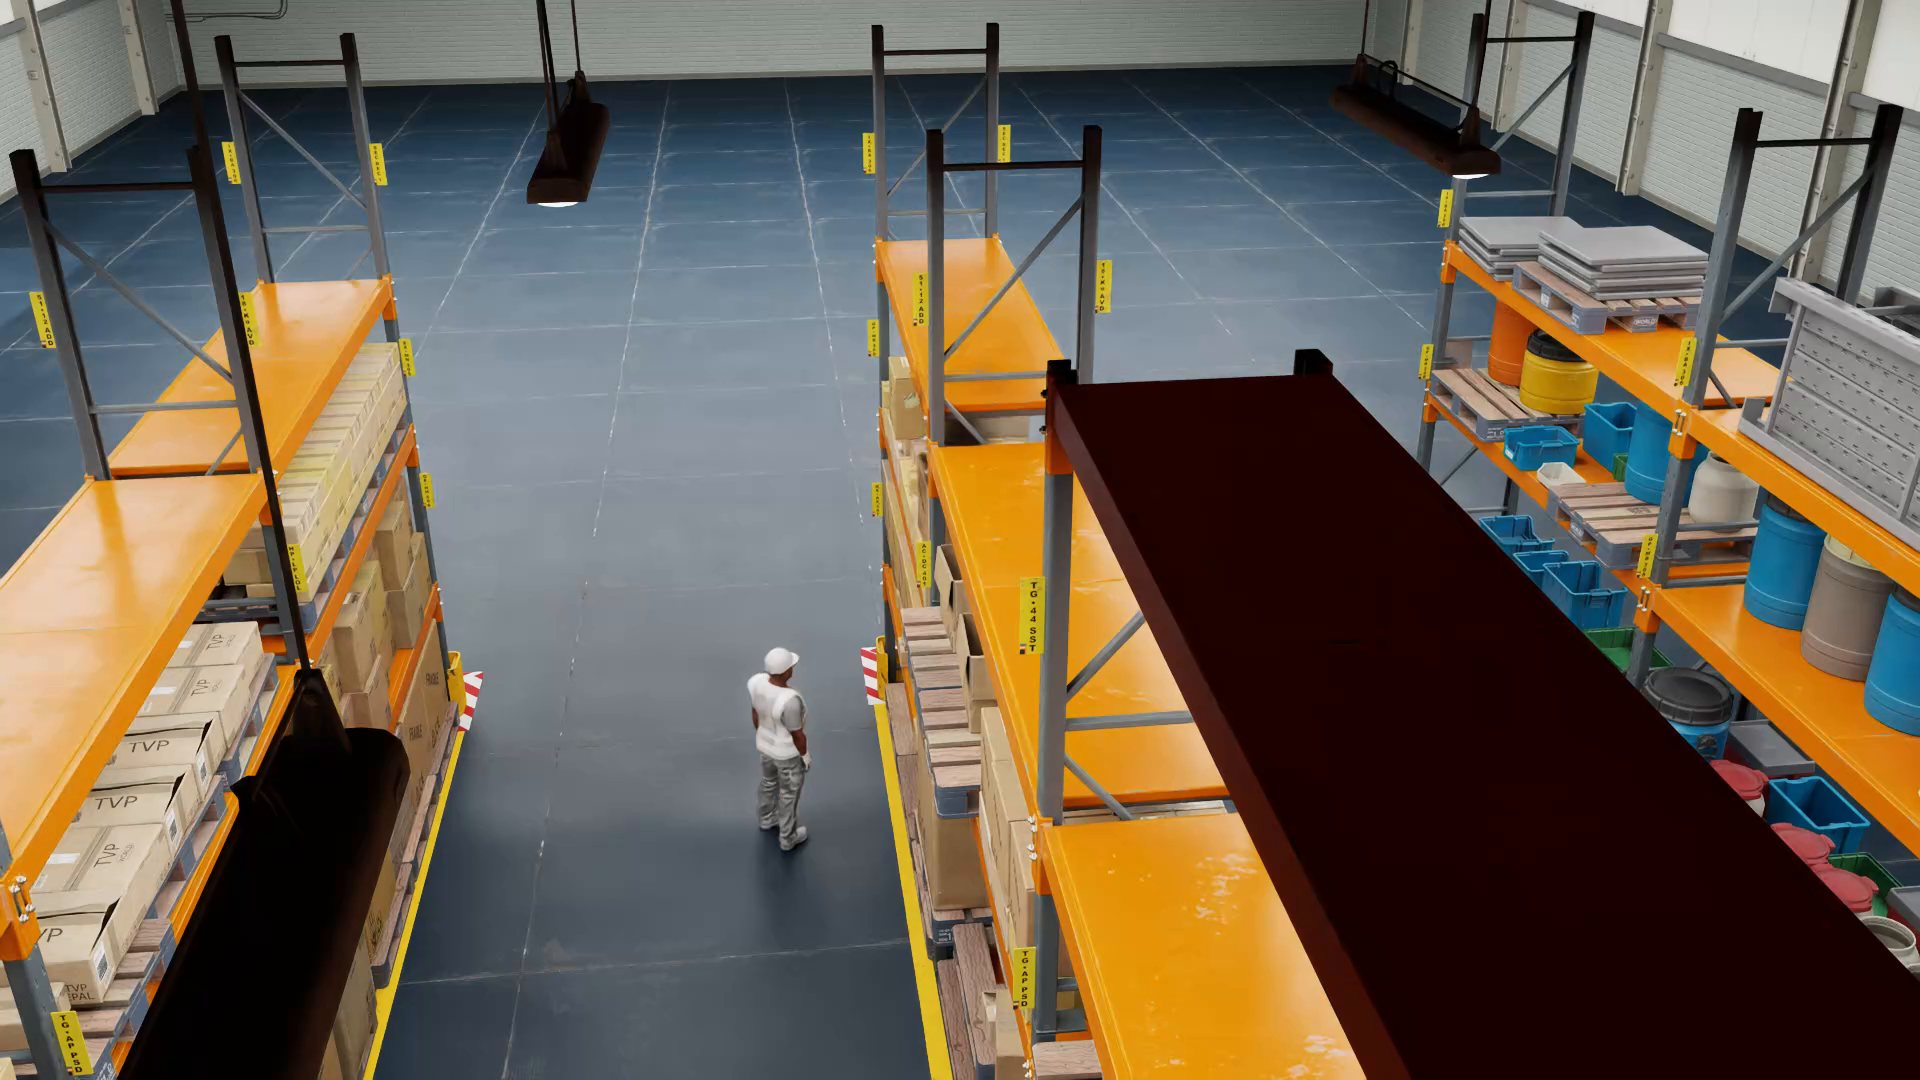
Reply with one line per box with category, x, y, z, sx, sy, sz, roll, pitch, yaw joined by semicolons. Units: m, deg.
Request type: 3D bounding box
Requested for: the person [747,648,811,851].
person;-1.388;1.601;13.066;0.418;1.788;0.631;-23;34;-39
